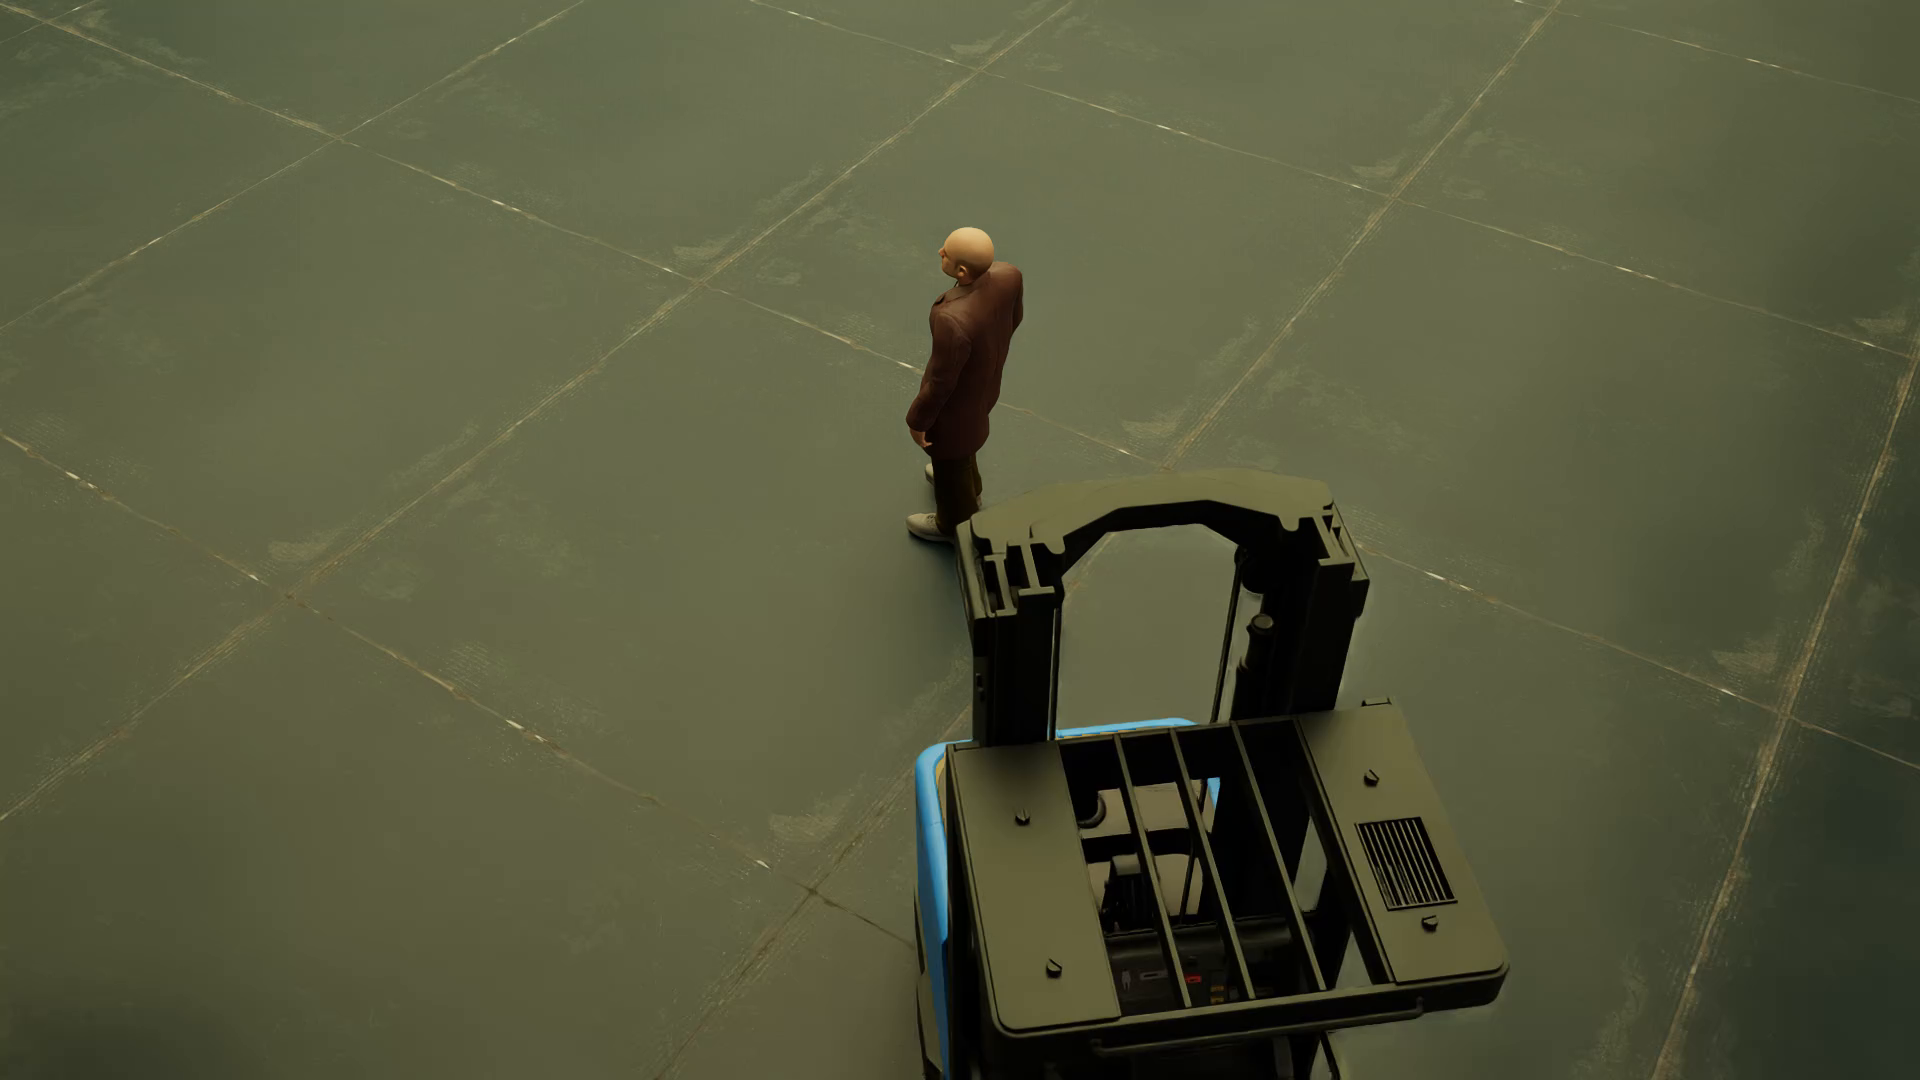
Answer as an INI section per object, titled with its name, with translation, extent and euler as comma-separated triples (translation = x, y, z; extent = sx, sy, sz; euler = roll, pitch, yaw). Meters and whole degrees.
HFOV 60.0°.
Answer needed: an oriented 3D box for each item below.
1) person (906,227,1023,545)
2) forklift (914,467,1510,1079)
[person]
translation = -0.076, -0.687, 7.401
extent = 0.580, 1.777, 0.696
euler = 24, 48, 23
[forklift]
translation = 0.545, 1.376, 4.398
extent = 1.130, 2.935, 3.031
euler = -5, 44, -6
